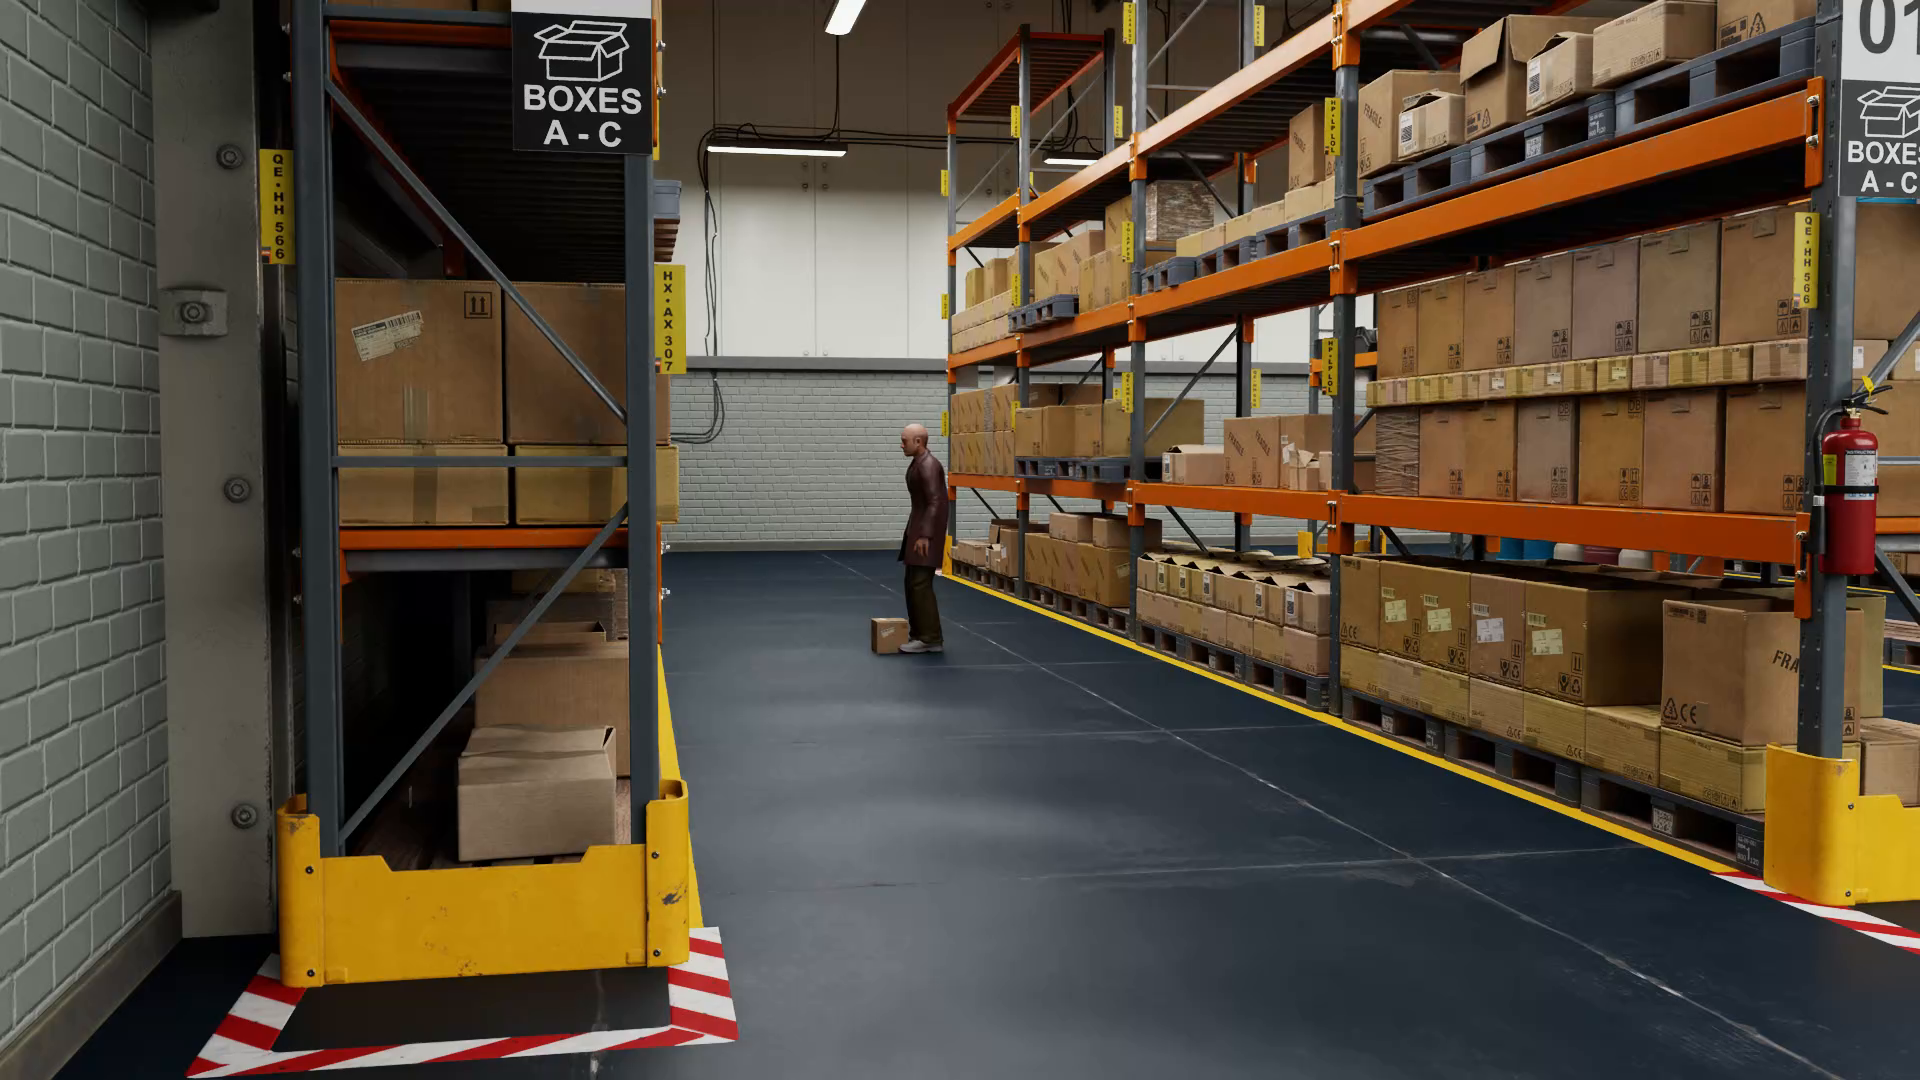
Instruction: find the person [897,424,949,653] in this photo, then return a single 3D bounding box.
[{"bbox_3d":[-0.306,-0.019,12.981,0.427,1.773,0.641,-1,3,-12],"label":"person"}]
